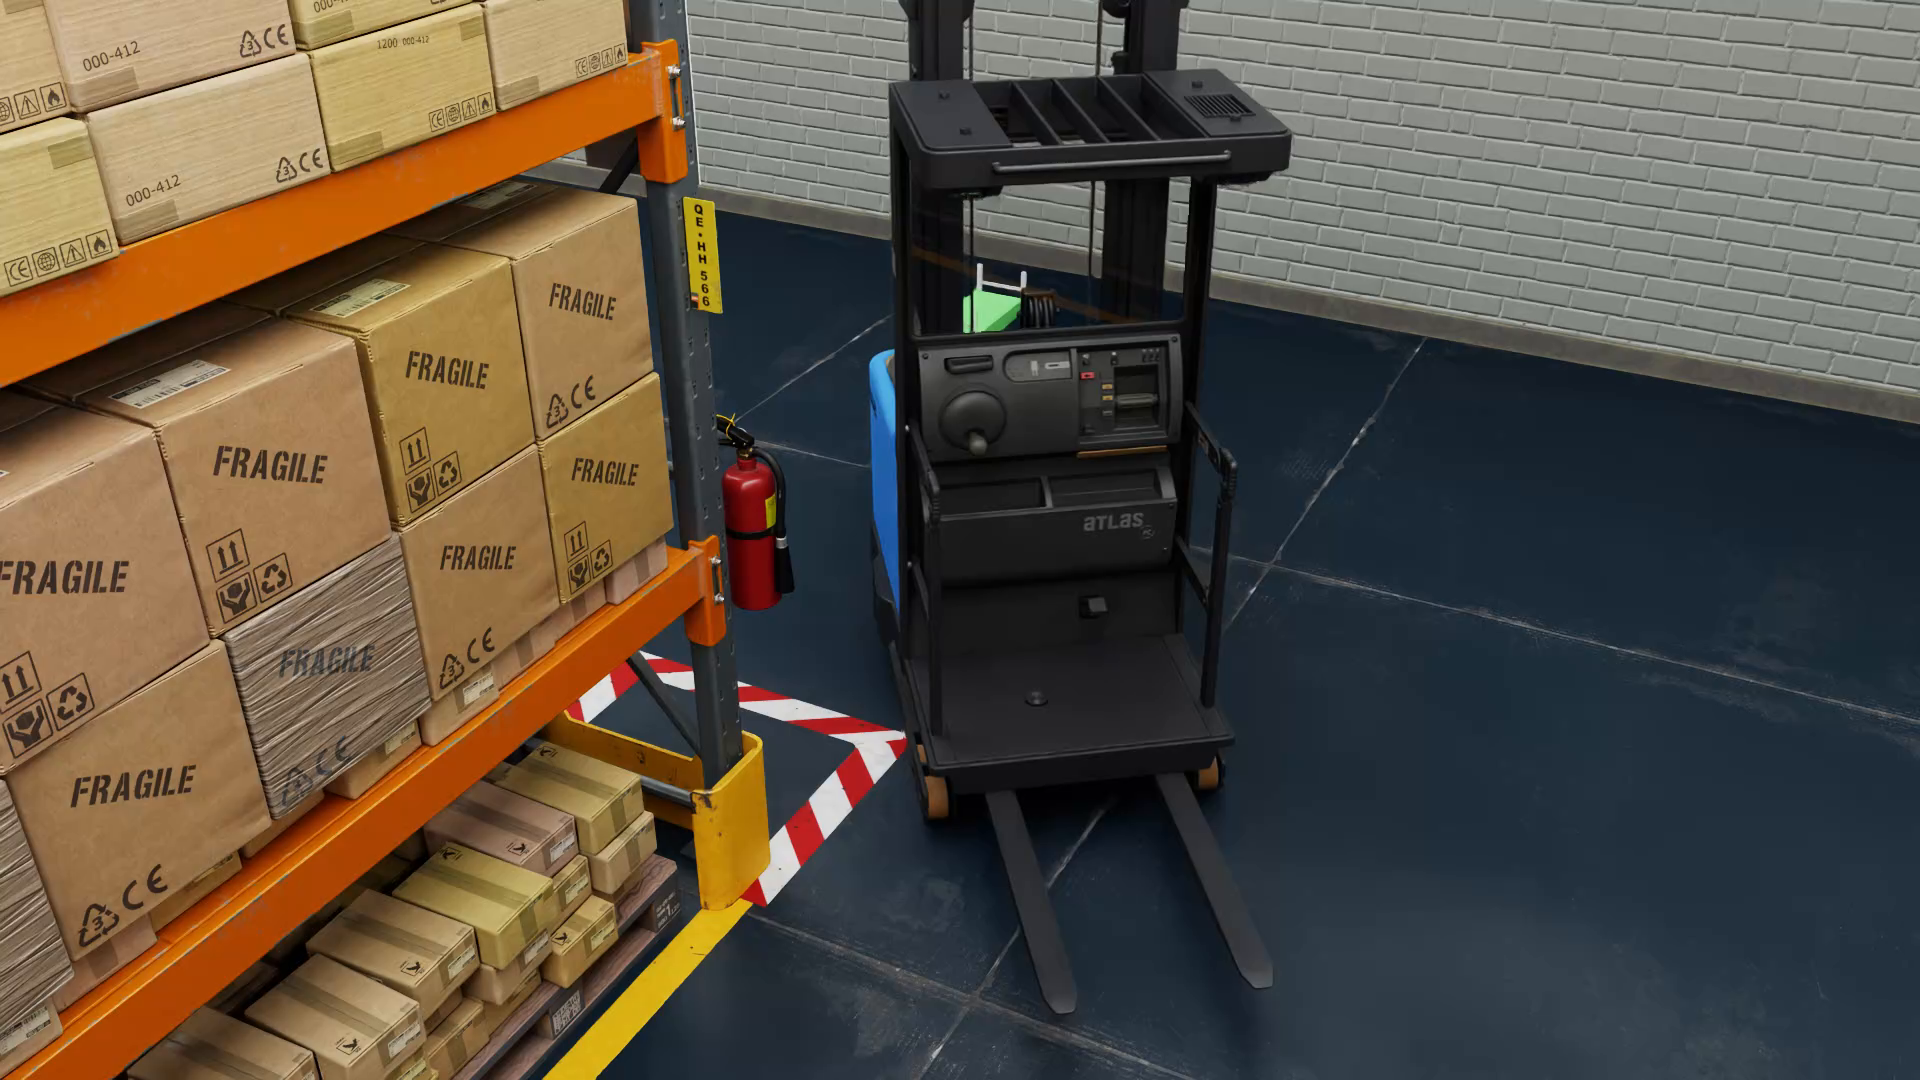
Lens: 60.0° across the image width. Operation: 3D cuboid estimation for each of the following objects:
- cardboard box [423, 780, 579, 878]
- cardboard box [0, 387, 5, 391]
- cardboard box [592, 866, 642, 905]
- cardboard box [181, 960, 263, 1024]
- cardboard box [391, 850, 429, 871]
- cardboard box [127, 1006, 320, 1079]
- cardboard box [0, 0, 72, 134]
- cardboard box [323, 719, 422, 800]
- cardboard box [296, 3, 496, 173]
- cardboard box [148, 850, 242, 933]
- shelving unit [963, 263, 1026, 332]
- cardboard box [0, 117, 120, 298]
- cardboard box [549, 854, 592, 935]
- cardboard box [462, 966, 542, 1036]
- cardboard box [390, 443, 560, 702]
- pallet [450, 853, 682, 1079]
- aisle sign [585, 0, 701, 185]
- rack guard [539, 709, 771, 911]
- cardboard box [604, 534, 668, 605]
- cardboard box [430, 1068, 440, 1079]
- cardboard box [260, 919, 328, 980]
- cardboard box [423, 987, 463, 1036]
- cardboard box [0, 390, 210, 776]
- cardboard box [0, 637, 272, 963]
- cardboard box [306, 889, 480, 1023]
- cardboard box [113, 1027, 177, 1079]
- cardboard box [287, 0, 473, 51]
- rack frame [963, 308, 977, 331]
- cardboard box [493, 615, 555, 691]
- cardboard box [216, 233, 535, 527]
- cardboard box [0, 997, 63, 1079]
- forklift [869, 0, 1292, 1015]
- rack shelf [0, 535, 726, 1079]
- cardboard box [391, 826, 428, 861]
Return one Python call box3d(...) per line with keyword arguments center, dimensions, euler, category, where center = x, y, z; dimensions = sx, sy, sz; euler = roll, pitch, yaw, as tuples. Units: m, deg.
box3d(center=(-1.383, 0.900, 5.015), dimensions=(0.380, 0.149, 0.250), euler=(15, 33, 24), category="cardboard box")
box3d(center=(-2.123, -0.303, 3.863), dimensions=(0.500, 0.500, 0.500), euler=(14, 33, 22), category="cardboard box")
box3d(center=(-1.256, 1.048, 5.354), dimensions=(0.380, 0.149, 0.250), euler=(15, 33, 24), category="cardboard box")
box3d(center=(-2.164, 1.146, 4.586), dimensions=(0.380, 0.149, 0.250), euler=(16, 33, 25), category="cardboard box")
box3d(center=(-1.844, 0.921, 5.277), dimensions=(0.380, 0.149, 0.250), euler=(14, 33, 23), category="cardboard box")
box3d(center=(-1.853, 1.367, 4.201), dimensions=(0.380, 0.149, 0.250), euler=(13, 32, 22), category="cardboard box")
box3d(center=(-1.893, -0.803, 2.773), dimensions=(0.500, 0.250, 0.500), euler=(13, 32, 21), category="cardboard box")
box3d(center=(-1.588, 0.476, 4.162), dimensions=(0.380, 0.149, 0.250), euler=(13, 32, 21), category="cardboard box")
box3d(center=(-1.399, -1.033, 3.675), dimensions=(0.500, 0.250, 0.500), euler=(14, 33, 23), category="cardboard box")
box3d(center=(-1.870, 0.703, 3.766), dimensions=(0.380, 0.149, 0.250), euler=(15, 33, 24), category="cardboard box")
box3d(center=(0.075, -0.594, 7.579), dimensions=(0.258, 1.200, 0.503), euler=(14, 33, 23), category="shelving unit")
box3d(center=(-1.862, -0.576, 2.880), dimensions=(0.500, 0.250, 0.500), euler=(16, 33, 25), category="cardboard box")
box3d(center=(-1.355, 1.041, 5.068), dimensions=(0.380, 0.149, 0.250), euler=(14, 33, 22), category="cardboard box")
box3d(center=(-1.480, 1.283, 4.946), dimensions=(0.380, 0.149, 0.250), euler=(14, 33, 23), category="cardboard box")
box3d(center=(-1.416, 0.026, 4.294), dimensions=(0.500, 0.500, 0.500), euler=(14, 33, 22), category="cardboard box")
box3d(center=(-1.638, 1.308, 5.260), dimensions=(1.003, 0.211, 1.213), euler=(14, 33, 23), category="pallet")
box3d(center=(-0.901, -1.379, 4.528), dimensions=(0.394, 0.787, 0.004), euler=(14, 33, 23), category="aisle sign")
box3d(center=(-1.236, 0.831, 5.801), dimensions=(1.175, 0.500, 0.348), euler=(14, 33, 23), category="rack guard")
box3d(center=(-1.098, 0.031, 4.937), dimensions=(0.380, 0.149, 0.250), euler=(14, 33, 23), category="cardboard box")
box3d(center=(-1.641, 1.522, 4.528), dimensions=(0.380, 0.149, 0.250), euler=(13, 32, 21), category="cardboard box")
box3d(center=(-2.090, 1.139, 4.897), dimensions=(0.380, 0.149, 0.250), euler=(15, 33, 25), category="cardboard box")
box3d(center=(-1.637, 1.264, 4.680), dimensions=(0.380, 0.149, 0.250), euler=(14, 33, 23), category="cardboard box")
box3d(center=(-1.886, 0.059, 3.232), dimensions=(0.500, 0.500, 0.500), euler=(13, 32, 22), category="cardboard box")
box3d(center=(-1.875, 0.471, 3.518), dimensions=(0.500, 0.500, 0.500), euler=(16, 34, 26), category="cardboard box")
box3d(center=(-1.562, 1.144, 4.590), dimensions=(0.380, 0.149, 0.250), euler=(13, 32, 21), category="cardboard box")
box3d(center=(-2.213, 1.407, 4.429), dimensions=(0.380, 0.149, 0.250), euler=(16, 34, 26), category="cardboard box")
box3d(center=(-1.417, -1.251, 3.552), dimensions=(0.500, 0.250, 0.500), euler=(13, 32, 22), category="cardboard box")
box3d(center=(-0.036, -0.486, 7.391), dimensions=(0.240, 1.200, 0.015), euler=(14, 33, 23), category="rack frame")
box3d(center=(-1.346, 0.247, 4.560), dimensions=(0.380, 0.149, 0.250), euler=(14, 33, 23), category="cardboard box")
box3d(center=(-1.419, -0.409, 4.047), dimensions=(0.500, 0.500, 0.500), euler=(13, 32, 22), category="cardboard box")
box3d(center=(-2.047, 0.949, 3.337), dimensions=(0.380, 0.149, 0.250), euler=(16, 33, 25), category="cardboard box")
box3d(center=(0.357, -0.457, 5.603), dimensions=(1.130, 2.935, 3.031), euler=(-5, 30, -8), category="forklift")
box3d(center=(-2.113, 0.912, 3.873), dimensions=(1.077, 0.370, 4.000), euler=(14, 33, 23), category="rack shelf")
box3d(center=(-1.761, 0.814, 5.164), dimensions=(0.380, 0.149, 0.250), euler=(15, 33, 24), category="cardboard box")
